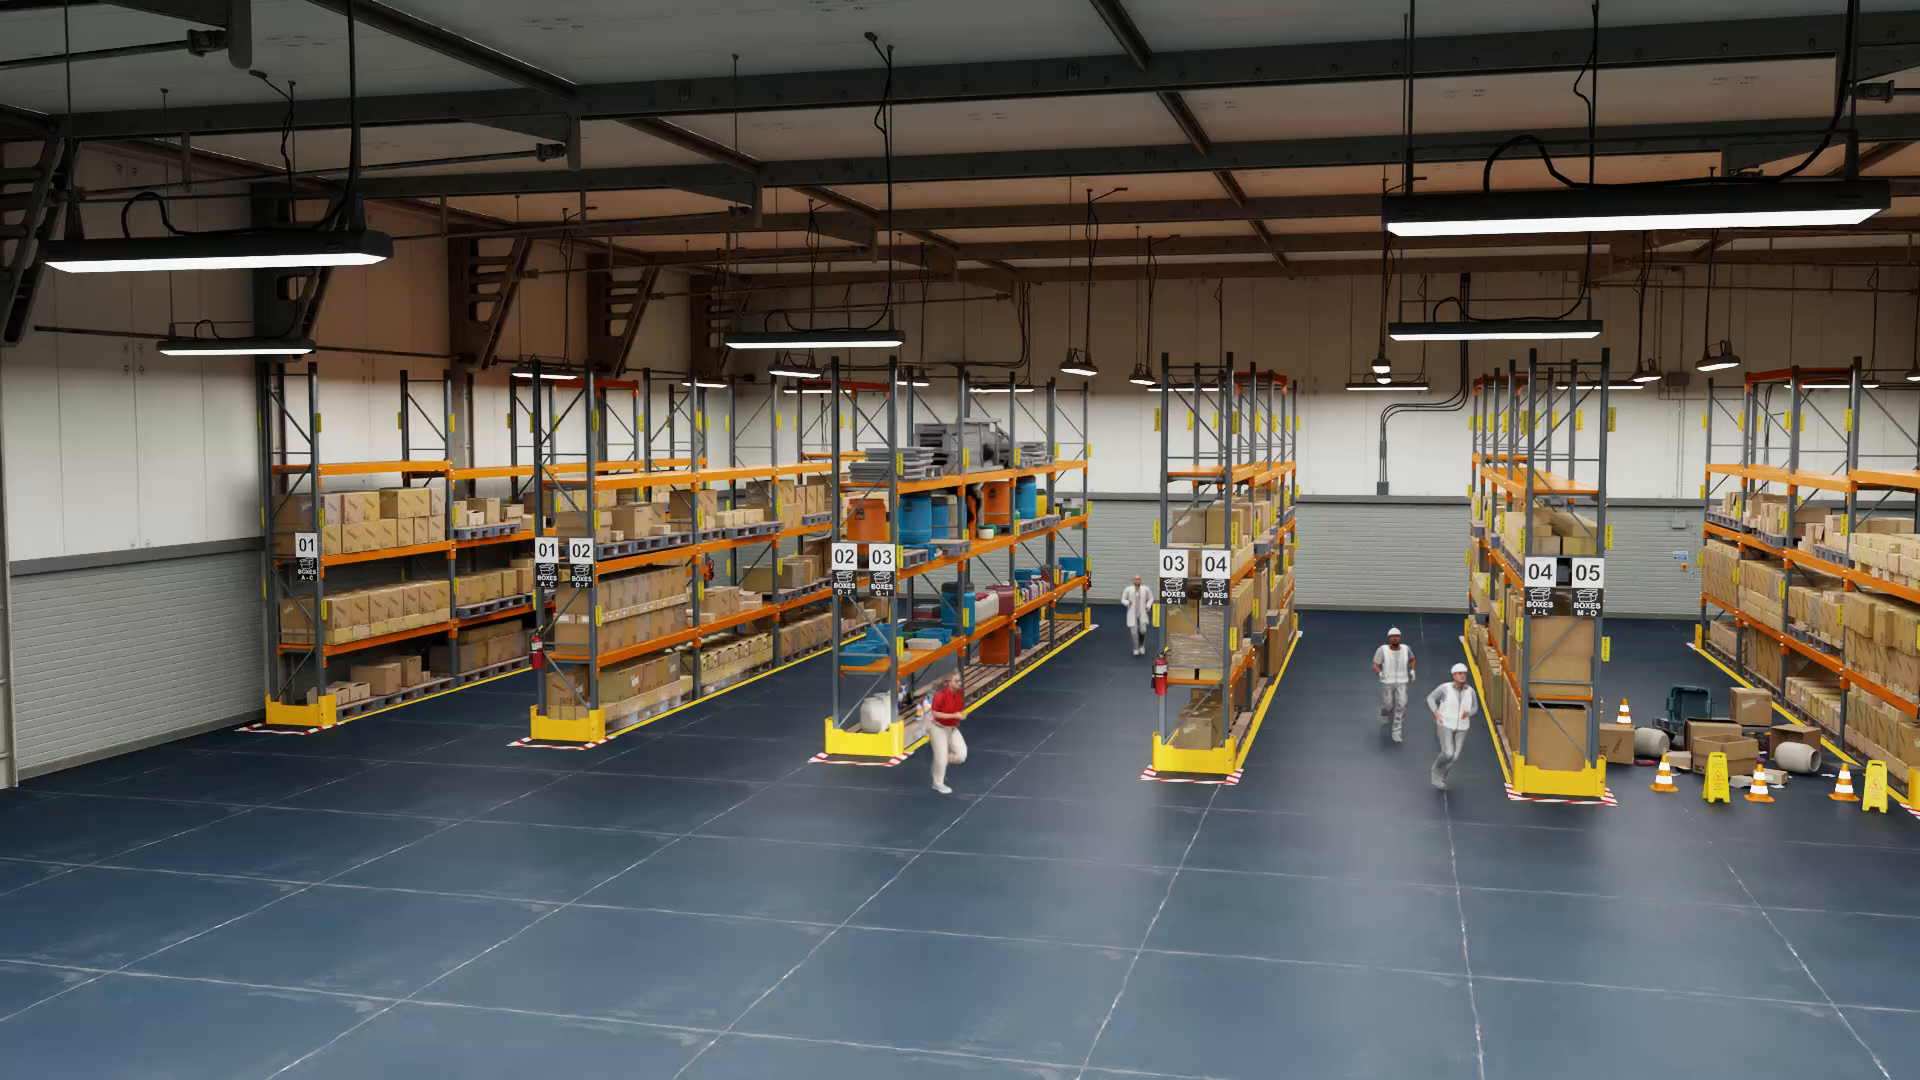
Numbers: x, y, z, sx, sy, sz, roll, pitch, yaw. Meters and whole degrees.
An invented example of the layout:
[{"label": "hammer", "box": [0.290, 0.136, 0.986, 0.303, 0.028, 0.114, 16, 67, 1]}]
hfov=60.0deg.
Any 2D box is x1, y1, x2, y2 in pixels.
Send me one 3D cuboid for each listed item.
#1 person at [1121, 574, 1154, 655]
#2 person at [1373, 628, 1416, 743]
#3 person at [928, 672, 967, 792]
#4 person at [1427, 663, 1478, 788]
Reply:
[{"label": "person", "box": [3.813, 1.613, 35.681, 0.698, 1.735, 0.633, 0, 4, 5]}, {"label": "person", "box": [6.923, 2.277, 26.460, 0.696, 1.764, 0.889, 0, 4, 5]}, {"label": "person", "box": [-0.120, 2.599, 22.437, 0.650, 1.654, 0.721, -3, 5, -41]}, {"label": "person", "box": [6.743, 2.539, 22.677, 0.641, 1.733, 0.592, 0, 4, -6]}]
